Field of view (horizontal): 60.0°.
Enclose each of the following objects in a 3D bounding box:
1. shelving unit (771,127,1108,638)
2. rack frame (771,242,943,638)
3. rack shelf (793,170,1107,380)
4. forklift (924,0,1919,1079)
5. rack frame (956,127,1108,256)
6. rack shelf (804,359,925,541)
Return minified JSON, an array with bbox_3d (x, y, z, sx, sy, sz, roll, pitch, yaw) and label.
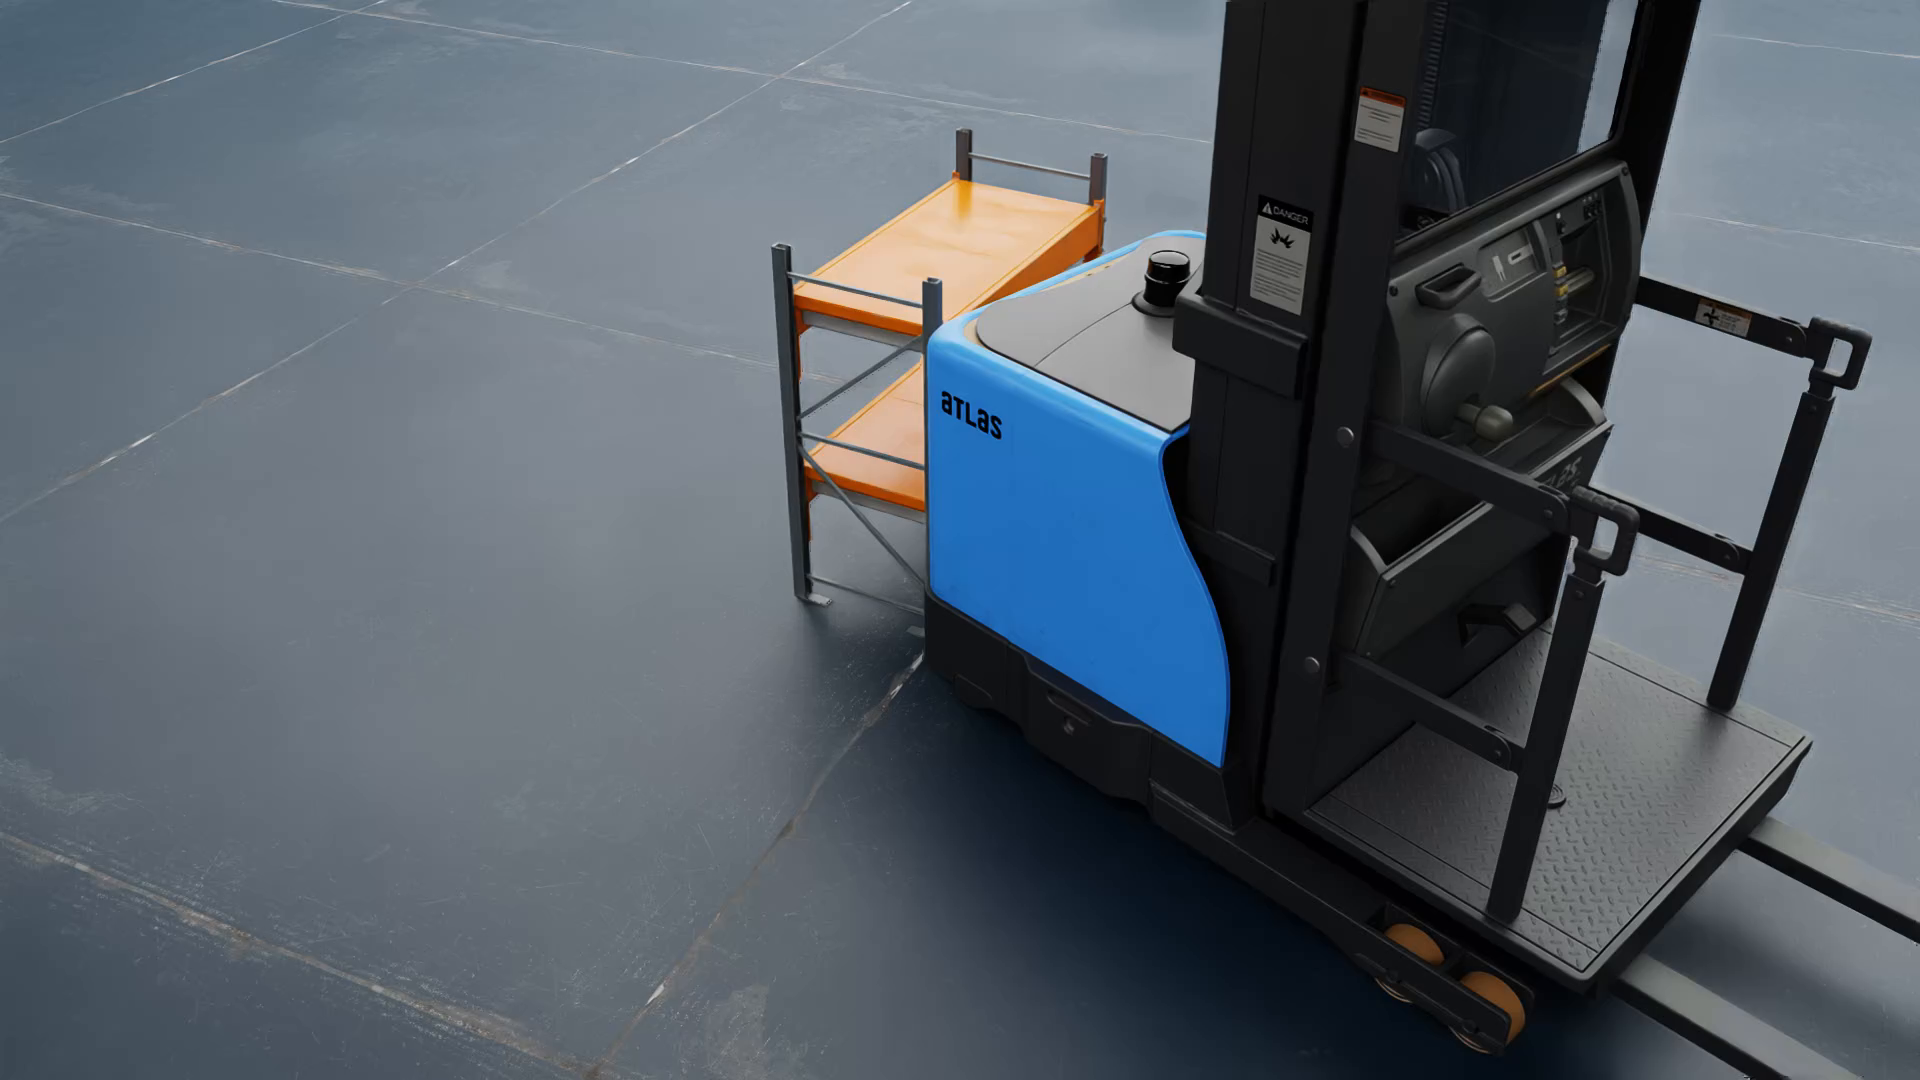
[{"bbox_3d":[-0.028,-0.490,4.972,0.538,1.125,1.048,17,37,23],"label":"shelving unit"},{"bbox_3d":[-0.271,-0.245,4.598,0.500,1.125,0.032,17,37,23],"label":"rack frame"},{"bbox_3d":[-0.028,-0.735,4.811,0.538,0.278,1.000,17,37,23],"label":"rack shelf"},{"bbox_3d":[1.287,-0.449,3.262,1.130,2.935,3.031,-28,42,-36],"label":"forklift"},{"bbox_3d":[0.214,-0.735,5.345,0.500,1.125,0.032,17,37,23],"label":"rack frame"},{"bbox_3d":[-0.028,-0.286,5.106,0.538,0.278,1.000,17,37,23],"label":"rack shelf"}]
